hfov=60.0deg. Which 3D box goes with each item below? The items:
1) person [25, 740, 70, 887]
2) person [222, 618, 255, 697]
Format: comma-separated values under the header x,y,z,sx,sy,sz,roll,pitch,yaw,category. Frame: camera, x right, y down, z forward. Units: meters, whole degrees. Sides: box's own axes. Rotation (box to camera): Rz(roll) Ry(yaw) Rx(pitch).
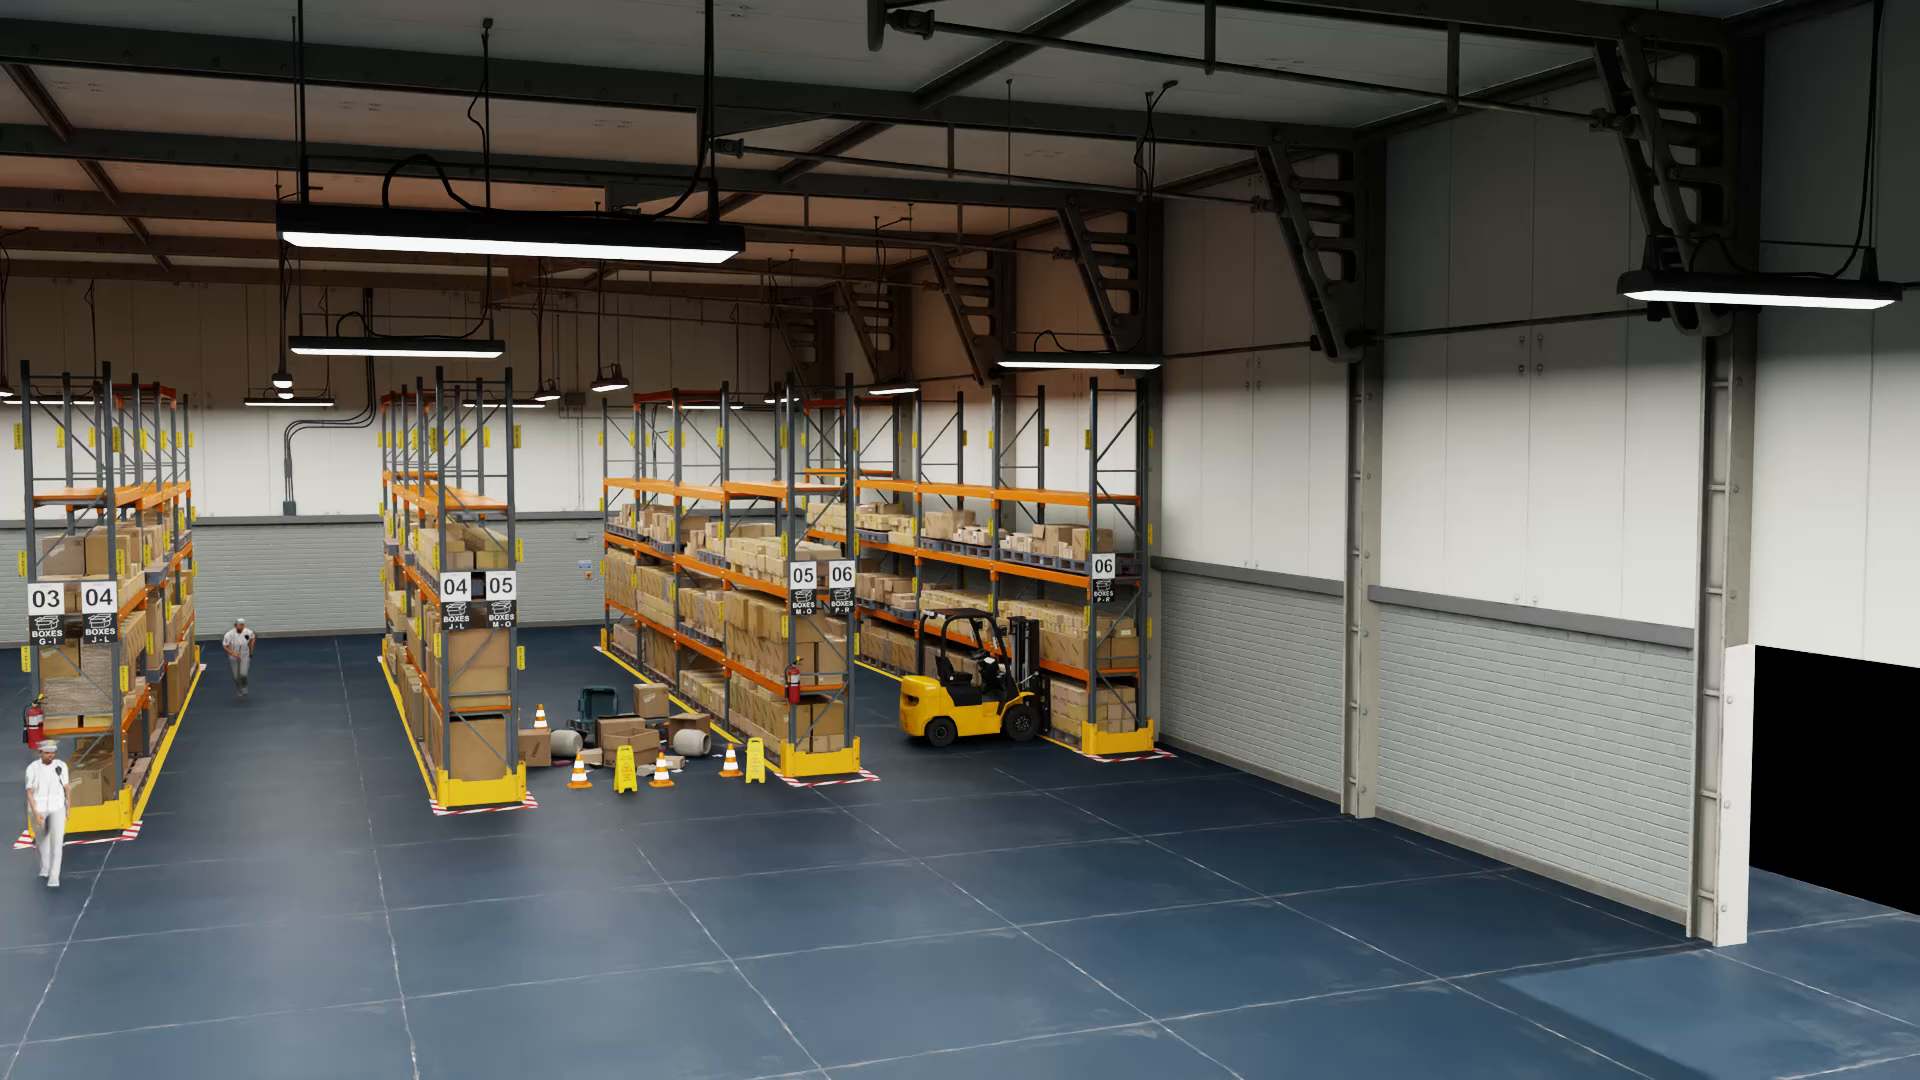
x,y,z,sx,sy,sz,roll,pitch,yaw,category
-10.276,3.049,18.748,0.442,1.617,0.979,-2,4,-30,person
-13.948,2.280,32.176,0.529,1.578,0.742,-1,4,-14,person
